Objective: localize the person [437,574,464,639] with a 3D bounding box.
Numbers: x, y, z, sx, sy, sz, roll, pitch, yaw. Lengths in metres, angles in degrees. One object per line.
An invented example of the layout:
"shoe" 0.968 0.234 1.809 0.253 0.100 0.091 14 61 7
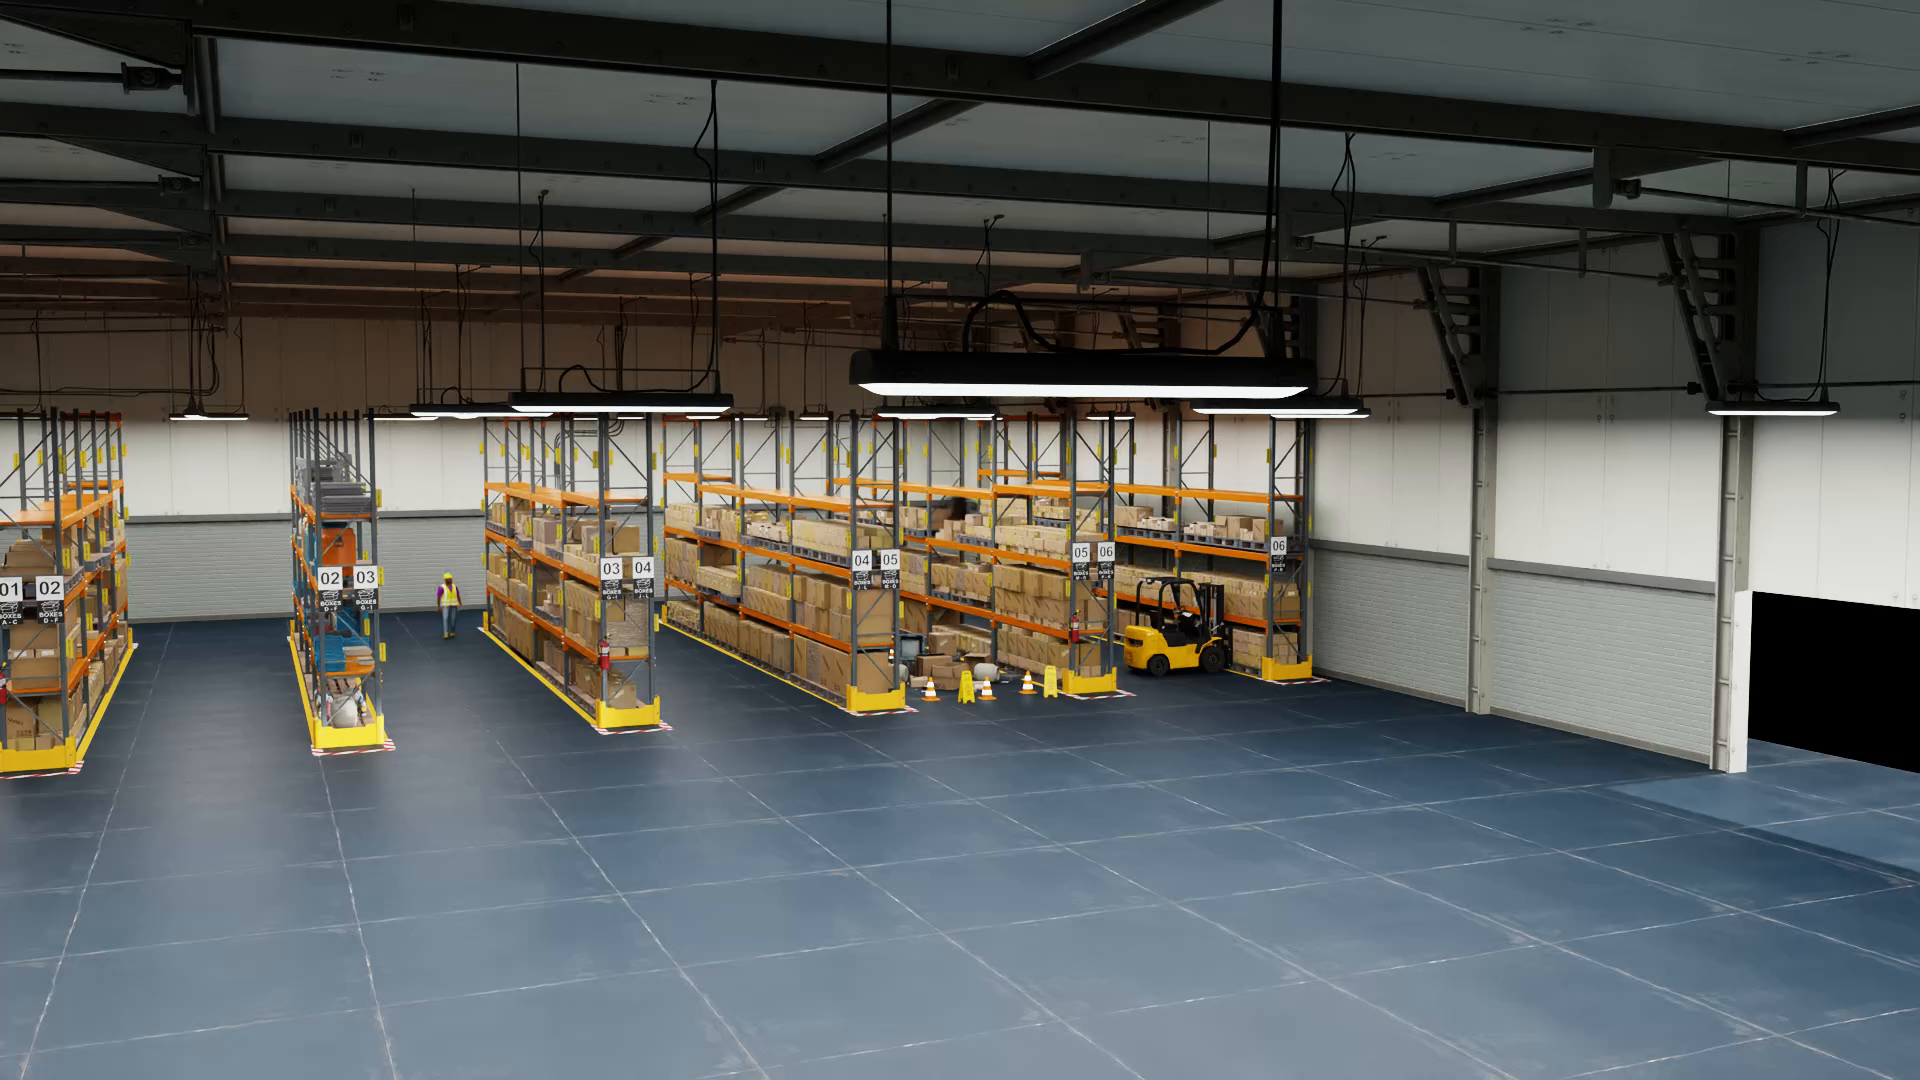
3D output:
"person" -13.554 1.757 44.222 0.676 1.718 1.012 -1 4 -18
